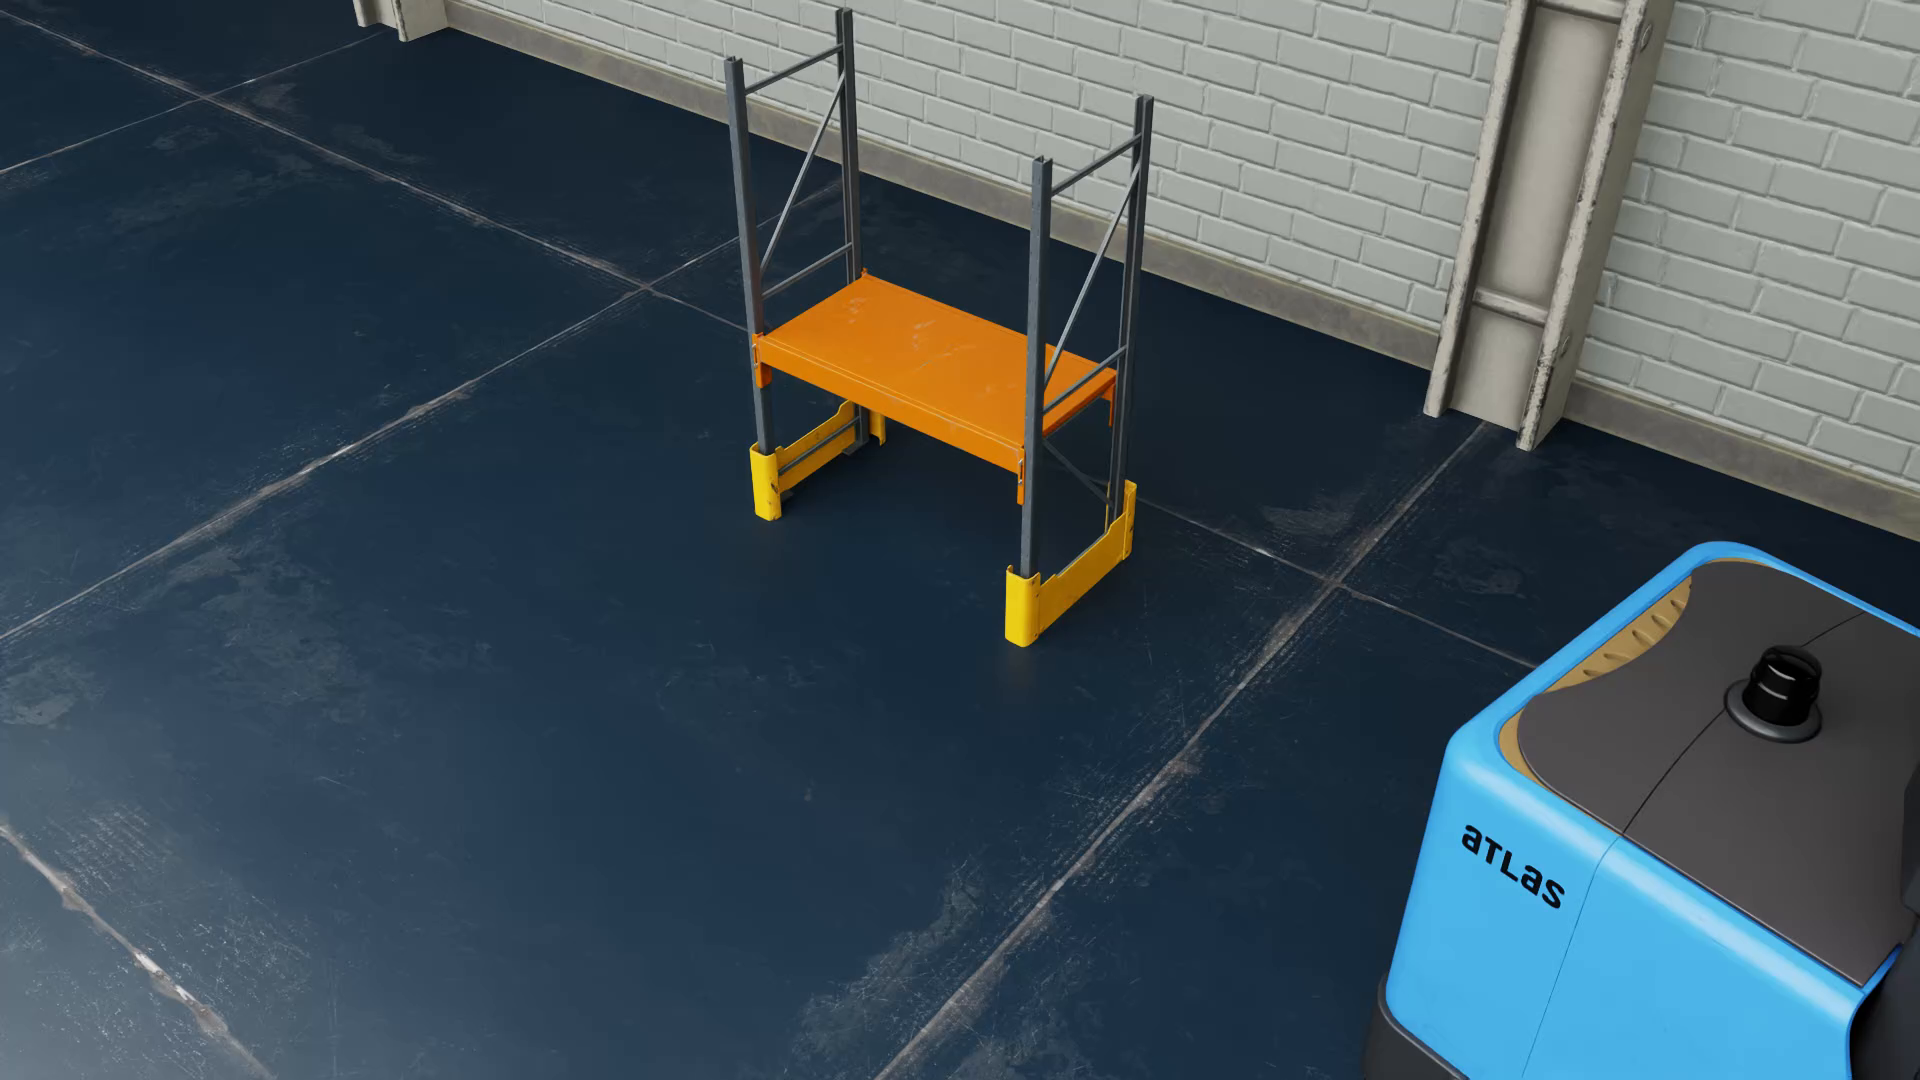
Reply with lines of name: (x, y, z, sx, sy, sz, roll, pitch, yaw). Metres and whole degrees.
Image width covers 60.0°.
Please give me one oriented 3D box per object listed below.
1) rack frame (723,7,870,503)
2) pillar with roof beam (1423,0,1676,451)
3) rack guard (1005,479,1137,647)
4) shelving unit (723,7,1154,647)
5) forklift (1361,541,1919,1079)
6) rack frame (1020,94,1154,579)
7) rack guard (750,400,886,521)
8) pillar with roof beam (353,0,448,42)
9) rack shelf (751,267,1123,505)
rack frame: (-0.472, -0.813, 5.072, 0.032, 1.500, 0.500, 25, 45, 29)
pillar with roof beam: (-0.746, -1.882, 0.354, 0.400, 9.000, 9.100, 25, 45, 29)
rack guard: (0.335, 0.060, 4.971, 0.087, 0.250, 0.587, 25, 45, 29)
shelving unit: (-0.061, -0.619, 4.824, 1.083, 1.500, 0.587, 25, 45, 29)
forklift: (2.229, 0.548, 2.173, 1.130, 2.935, 3.031, -28, 46, -31)
rack frame: (0.336, -0.432, 4.585, 0.032, 1.500, 0.500, 25, 45, 29)
rack guard: (-0.456, -0.313, 5.448, 0.087, 0.250, 0.587, 25, 45, 29)
pillar with roof beam: (-5.512, -4.129, 3.225, 0.400, 9.000, 9.100, 25, 45, 29)
rack shelf: (-0.068, -0.481, 4.939, 1.000, 0.185, 0.538, 25, 45, 29)
